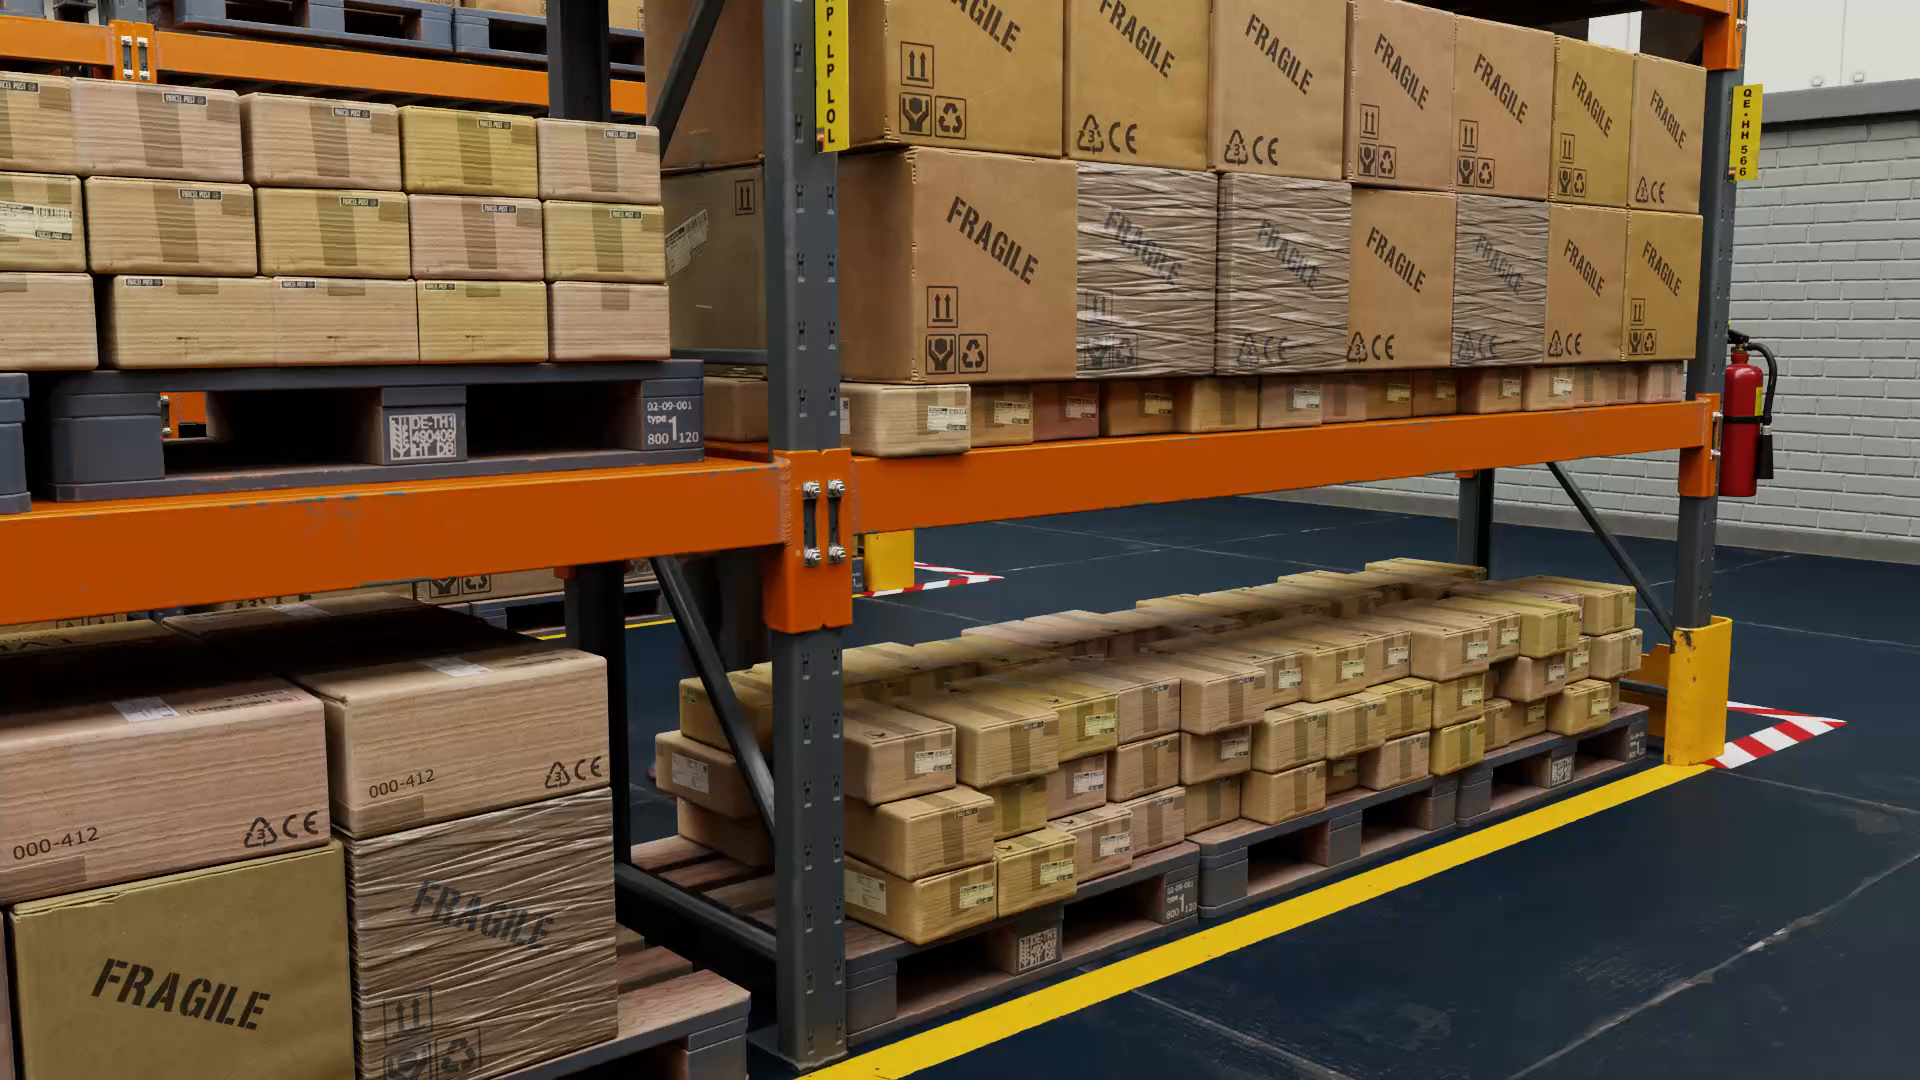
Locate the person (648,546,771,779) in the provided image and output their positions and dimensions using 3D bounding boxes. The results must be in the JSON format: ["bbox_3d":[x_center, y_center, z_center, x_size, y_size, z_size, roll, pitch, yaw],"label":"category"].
[{"bbox_3d":[-0.831,0.019,5.659,0.497,1.657,0.474,-7,10,-41],"label":"person"}]
